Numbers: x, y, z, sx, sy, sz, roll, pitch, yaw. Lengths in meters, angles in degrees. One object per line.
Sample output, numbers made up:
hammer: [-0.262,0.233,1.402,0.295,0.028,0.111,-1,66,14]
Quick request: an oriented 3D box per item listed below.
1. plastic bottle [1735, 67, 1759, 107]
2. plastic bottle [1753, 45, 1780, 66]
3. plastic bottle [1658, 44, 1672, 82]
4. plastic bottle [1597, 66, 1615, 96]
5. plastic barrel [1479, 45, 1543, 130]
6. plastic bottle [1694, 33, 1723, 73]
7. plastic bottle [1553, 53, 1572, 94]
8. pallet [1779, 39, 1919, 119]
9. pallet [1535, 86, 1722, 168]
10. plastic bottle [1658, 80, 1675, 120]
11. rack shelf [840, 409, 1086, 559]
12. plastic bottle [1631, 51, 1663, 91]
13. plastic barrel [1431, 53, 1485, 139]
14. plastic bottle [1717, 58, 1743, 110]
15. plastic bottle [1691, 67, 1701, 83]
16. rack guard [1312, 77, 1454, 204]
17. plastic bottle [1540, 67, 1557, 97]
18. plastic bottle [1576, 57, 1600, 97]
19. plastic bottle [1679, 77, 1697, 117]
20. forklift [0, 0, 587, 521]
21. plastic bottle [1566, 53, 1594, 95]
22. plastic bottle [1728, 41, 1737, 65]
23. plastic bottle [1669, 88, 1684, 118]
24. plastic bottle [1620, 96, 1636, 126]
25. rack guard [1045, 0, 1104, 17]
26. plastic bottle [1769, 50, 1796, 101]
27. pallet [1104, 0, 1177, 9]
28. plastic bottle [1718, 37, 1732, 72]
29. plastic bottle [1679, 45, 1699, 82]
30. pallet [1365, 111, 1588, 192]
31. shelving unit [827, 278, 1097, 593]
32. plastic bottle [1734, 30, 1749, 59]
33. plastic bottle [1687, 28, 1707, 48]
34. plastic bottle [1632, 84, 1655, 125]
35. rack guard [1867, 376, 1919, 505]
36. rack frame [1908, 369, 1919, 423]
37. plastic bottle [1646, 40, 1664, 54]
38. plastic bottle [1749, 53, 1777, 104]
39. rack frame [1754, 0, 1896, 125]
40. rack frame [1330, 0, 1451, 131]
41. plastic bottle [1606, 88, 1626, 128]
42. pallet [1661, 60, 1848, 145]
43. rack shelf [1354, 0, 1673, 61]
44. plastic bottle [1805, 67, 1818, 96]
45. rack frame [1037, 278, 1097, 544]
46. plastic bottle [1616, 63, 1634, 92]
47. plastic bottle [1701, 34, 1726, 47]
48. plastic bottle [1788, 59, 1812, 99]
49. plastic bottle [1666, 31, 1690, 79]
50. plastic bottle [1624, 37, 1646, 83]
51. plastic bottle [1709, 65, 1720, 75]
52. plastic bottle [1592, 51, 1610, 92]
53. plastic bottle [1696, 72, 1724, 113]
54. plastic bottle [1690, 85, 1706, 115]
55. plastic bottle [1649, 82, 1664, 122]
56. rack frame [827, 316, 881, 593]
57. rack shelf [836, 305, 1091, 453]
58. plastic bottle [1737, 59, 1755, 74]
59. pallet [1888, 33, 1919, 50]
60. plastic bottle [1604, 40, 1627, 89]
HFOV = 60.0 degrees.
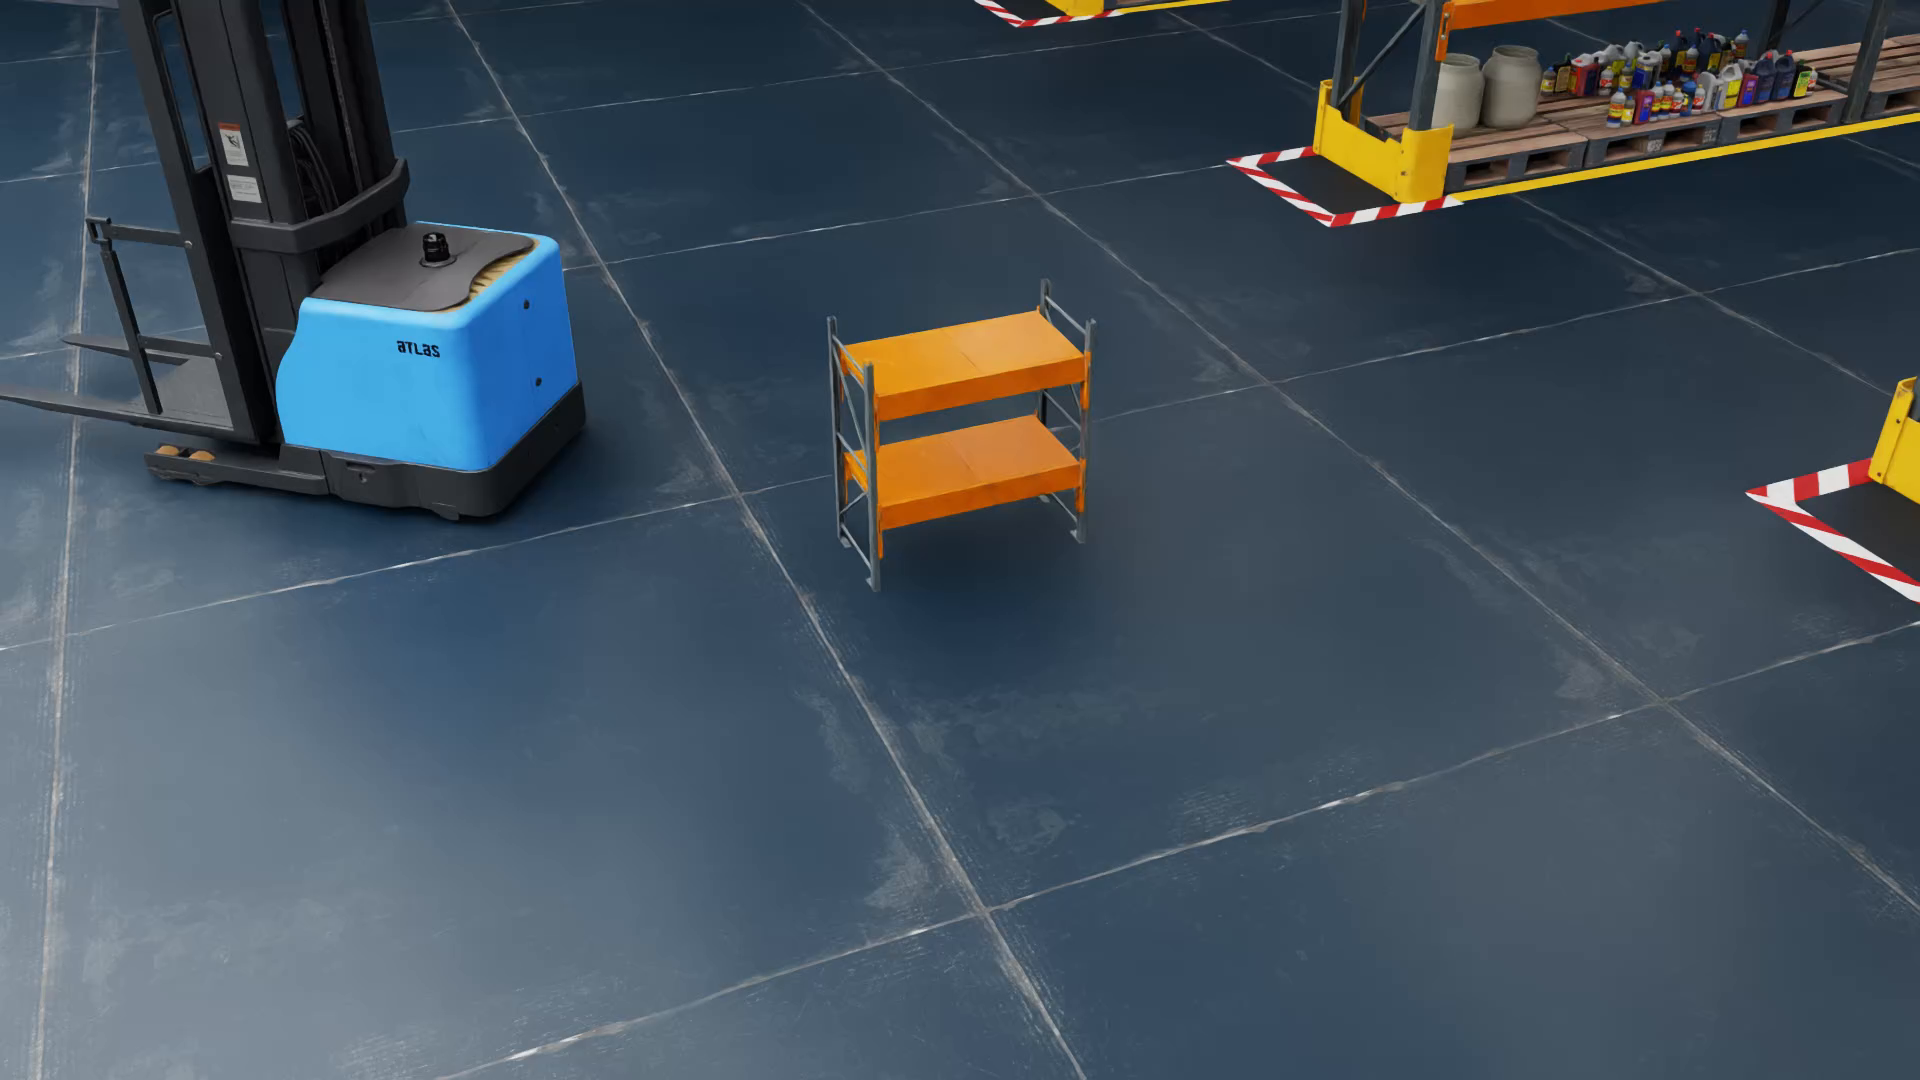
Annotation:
plastic bottle: [5.774,-3.325,12.196,0.133,0.283,0.061,-11,35,-16]
plastic bottle: [6.029,-3.521,12.437,0.185,0.351,0.144,-13,35,-19]
plastic bottle: [5.367,-3.645,12.700,0.097,0.271,0.097,0,33,0]
plastic bottle: [4.839,-3.441,12.450,0.097,0.201,0.097,0,33,0]
plastic barrel: [3.918,-3.227,11.856,0.421,0.512,0.421,0,33,0]
plastic bottle: [5.718,-3.695,12.704,0.185,0.351,0.144,-13,35,-19]
plastic bottle: [4.503,-3.499,12.464,0.133,0.283,0.061,-12,35,-18]
pallet: [7.276,-3.672,13.200,1.213,0.211,1.003,-13,35,-19]
pallet: [4.805,-3.106,12.330,1.213,0.211,1.003,-13,35,-19]
plastic bottle: [5.079,-3.171,11.972,0.097,0.271,0.097,0,33,0]
rack shelf: [0.006,-0.268,7.579,1.000,0.278,0.538,-13,35,-19]
plastic bottle: [5.176,-3.538,12.531,0.135,0.276,0.152,-13,35,-19]
plastic barrel: [3.456,-3.122,11.693,0.421,0.512,0.421,0,33,0]
plastic bottle: [5.610,-3.340,12.158,0.185,0.351,0.144,-13,35,-19]
plastic bottle: [5.417,-3.333,12.209,0.133,0.283,0.061,-13,35,-19]
rack guard: [2.931,-2.803,11.599,0.348,0.500,1.175,-13,35,-19]
plastic bottle: [4.402,-3.431,12.435,0.097,0.201,0.097,0,33,0]
plastic bottle: [4.687,-3.451,12.391,0.133,0.283,0.061,-13,35,-19]
plastic bottle: [5.266,-3.214,12.038,0.097,0.271,0.097,0,33,0]
forklift: [-3.496,-1.763,7.771,3.031,2.935,1.130,9,34,13]
plastic bottle: [4.645,-3.501,12.475,0.135,0.276,0.152,-13,35,-19]
plastic bottle: [6.010,-3.799,13.000,0.097,0.201,0.097,0,33,0]
plastic bottle: [5.171,-3.163,12.023,0.097,0.201,0.097,0,33,0]
plastic bottle: [4.766,-3.070,11.881,0.097,0.201,0.097,0,33,0]
rack guard: [0.942,-5.250,15.360,0.348,0.500,1.175,-13,35,-19]
plastic bottle: [6.085,-3.449,12.325,0.185,0.351,0.144,-14,36,-20]
pallet: [1.653,-5.316,15.727,1.213,0.211,1.003,-13,35,-19]
plastic bottle: [5.858,-3.719,12.803,0.133,0.283,0.061,-13,35,-19]
plastic bottle: [5.575,-3.643,12.697,0.097,0.271,0.097,0,33,0]
pallet: [3.682,-2.851,11.938,1.213,0.211,1.003,-13,35,-19]
shelving unit: [0.006,-0.473,7.445,1.048,1.125,0.538,-13,35,-19]
plastic bottle: [6.103,-3.849,13.014,0.097,0.271,0.097,0,33,0]
plastic bottle: [5.662,-3.768,12.816,0.185,0.351,0.144,-12,35,-18]
plastic bottle: [4.887,-3.121,11.884,0.133,0.283,0.061,-12,35,-18]
rack guard: [4.866,-0.289,7.735,0.348,0.500,1.175,-13,35,-19]
rack frame: [4.796,-1.320,7.029,0.127,3.000,1.000,-13,35,-19]
plastic bottle: [5.320,-3.686,12.752,0.133,0.283,0.061,-11,35,-17]
plastic bottle: [5.908,-3.408,12.263,0.185,0.351,0.144,-15,36,-21]
rack frame: [6.567,-4.655,12.155,0.127,3.000,1.000,-13,35,-19]
rack frame: [2.879,-3.811,10.857,0.127,3.000,1.000,-13,35,-19]
plastic bottle: [4.671,-3.078,11.828,0.097,0.271,0.097,0,33,0]
pallet: [5.931,-3.366,12.729,1.213,0.211,1.003,-13,35,-19]
rack shelf: [4.723,-3.932,11.702,4.000,0.370,1.077,-13,35,-19]
plastic bottle: [6.353,-3.434,12.439,0.097,0.201,0.097,0,33,0]
rack frame: [0.475,-0.580,7.610,0.032,1.125,0.500,-13,35,-19]
plastic bottle: [5.012,-3.485,12.518,0.097,0.201,0.097,0,33,0]
plastic bottle: [5.816,-3.769,12.887,0.135,0.276,0.152,-12,35,-17]
plastic bottle: [6.251,-3.434,12.364,0.133,0.283,0.061,-11,35,-17]
plastic bottle: [5.488,-3.728,12.755,0.185,0.351,0.144,-14,36,-21]
plastic bottle: [5.096,-3.638,12.617,0.185,0.351,0.144,-13,35,-19]
plastic bottle: [5.546,-3.358,12.247,0.133,0.283,0.061,-13,35,-19]
plastic bottle: [4.773,-3.531,12.520,0.135,0.276,0.152,-14,36,-20]
plastic bottle: [5.458,-3.276,12.129,0.135,0.276,0.152,-12,35,-18]
plastic bottle: [5.360,-3.206,12.090,0.097,0.201,0.097,0,33,0]
plastic bottle: [4.987,-3.150,11.939,0.097,0.271,0.097,0,33,0]
rack frame: [-0.462,-0.366,7.280,0.032,1.125,0.500,-13,35,-19]
rack shelf: [0.006,-0.718,7.286,1.000,0.278,0.538,-13,35,-19]
plastic bottle: [5.827,-3.446,12.390,0.135,0.276,0.152,-13,35,-19]
pallet: [8.402,-3.932,13.599,1.213,0.211,1.003,-13,35,-19]
plastic bottle: [4.924,-3.599,12.556,0.185,0.351,0.144,-11,35,-17]
